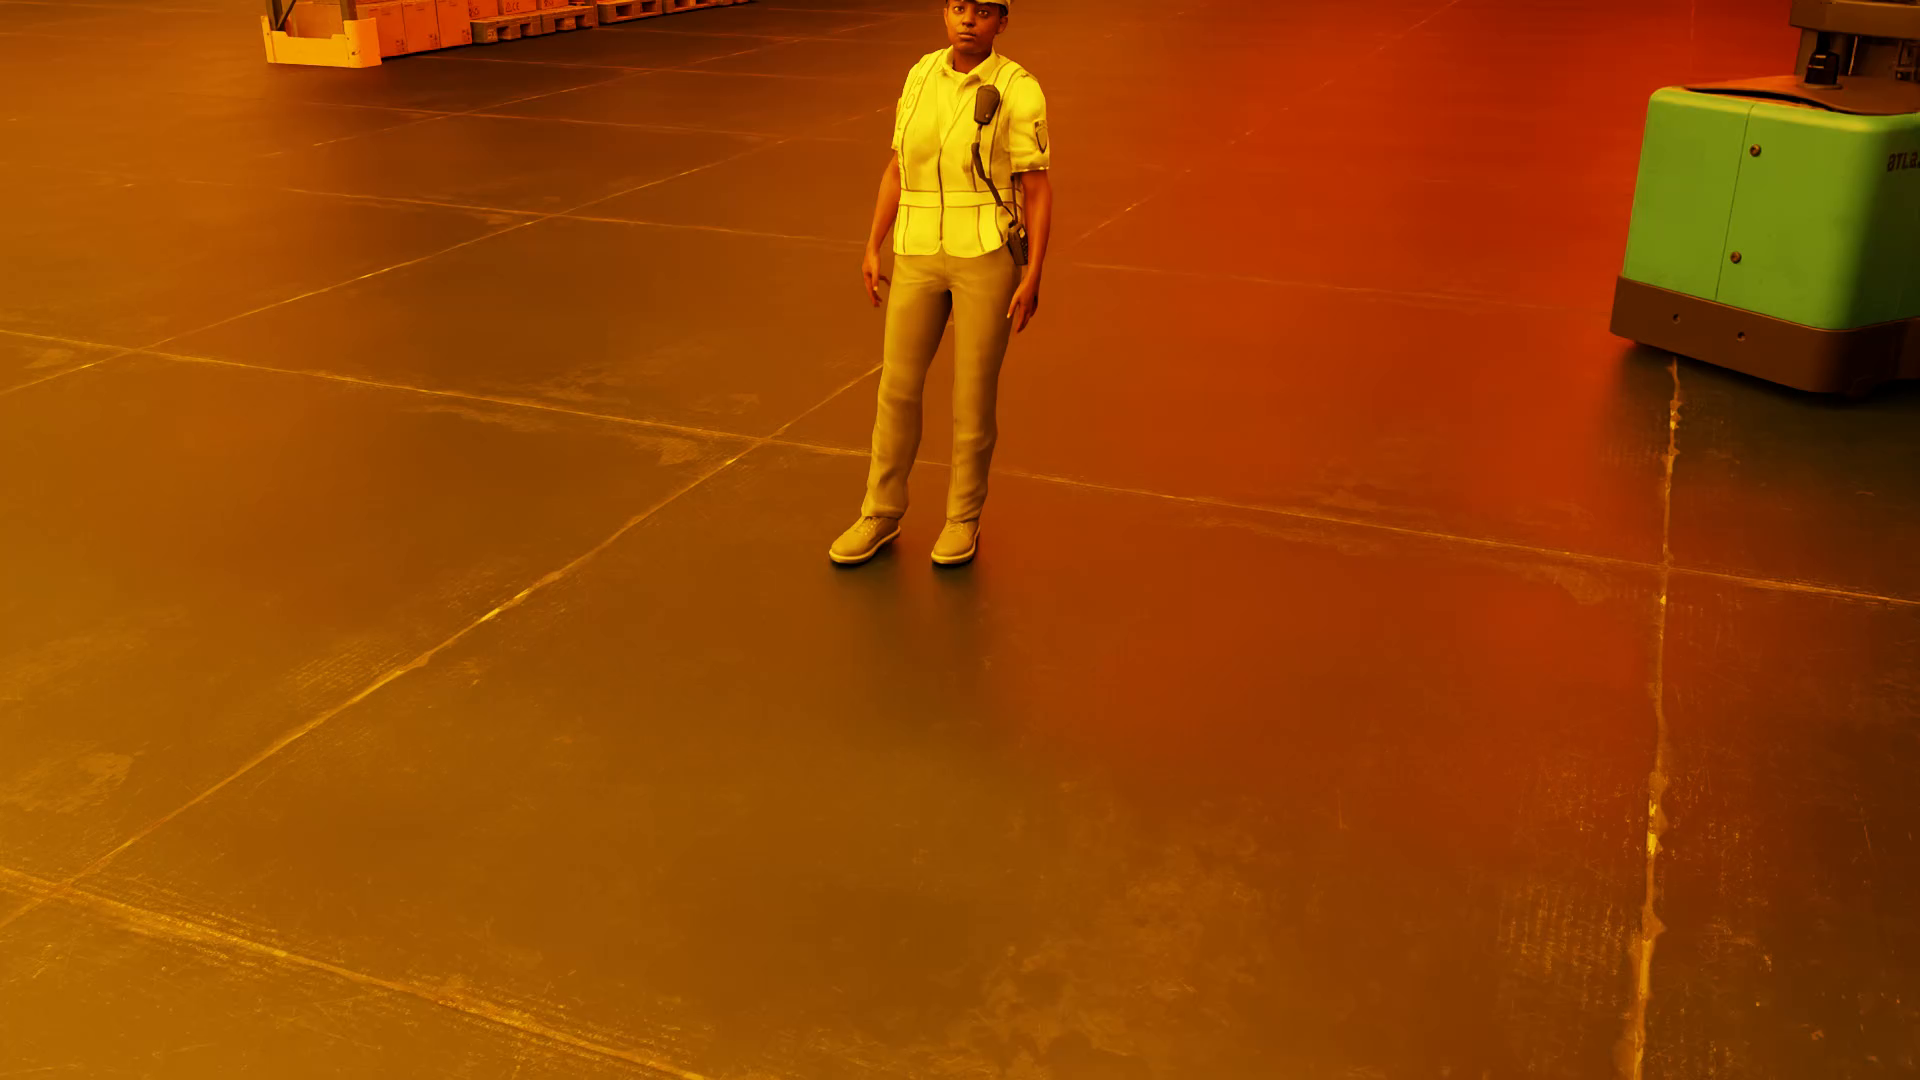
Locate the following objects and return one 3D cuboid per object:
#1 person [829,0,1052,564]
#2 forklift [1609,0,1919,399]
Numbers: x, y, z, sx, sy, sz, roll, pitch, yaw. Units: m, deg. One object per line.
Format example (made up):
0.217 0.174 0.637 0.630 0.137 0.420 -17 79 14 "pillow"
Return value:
-0.047 -0.764 4.706 0.570 1.694 0.528 9 24 21 "person"
4.278 -2.277 6.741 3.031 2.935 1.130 -12 25 -26 "forklift"
